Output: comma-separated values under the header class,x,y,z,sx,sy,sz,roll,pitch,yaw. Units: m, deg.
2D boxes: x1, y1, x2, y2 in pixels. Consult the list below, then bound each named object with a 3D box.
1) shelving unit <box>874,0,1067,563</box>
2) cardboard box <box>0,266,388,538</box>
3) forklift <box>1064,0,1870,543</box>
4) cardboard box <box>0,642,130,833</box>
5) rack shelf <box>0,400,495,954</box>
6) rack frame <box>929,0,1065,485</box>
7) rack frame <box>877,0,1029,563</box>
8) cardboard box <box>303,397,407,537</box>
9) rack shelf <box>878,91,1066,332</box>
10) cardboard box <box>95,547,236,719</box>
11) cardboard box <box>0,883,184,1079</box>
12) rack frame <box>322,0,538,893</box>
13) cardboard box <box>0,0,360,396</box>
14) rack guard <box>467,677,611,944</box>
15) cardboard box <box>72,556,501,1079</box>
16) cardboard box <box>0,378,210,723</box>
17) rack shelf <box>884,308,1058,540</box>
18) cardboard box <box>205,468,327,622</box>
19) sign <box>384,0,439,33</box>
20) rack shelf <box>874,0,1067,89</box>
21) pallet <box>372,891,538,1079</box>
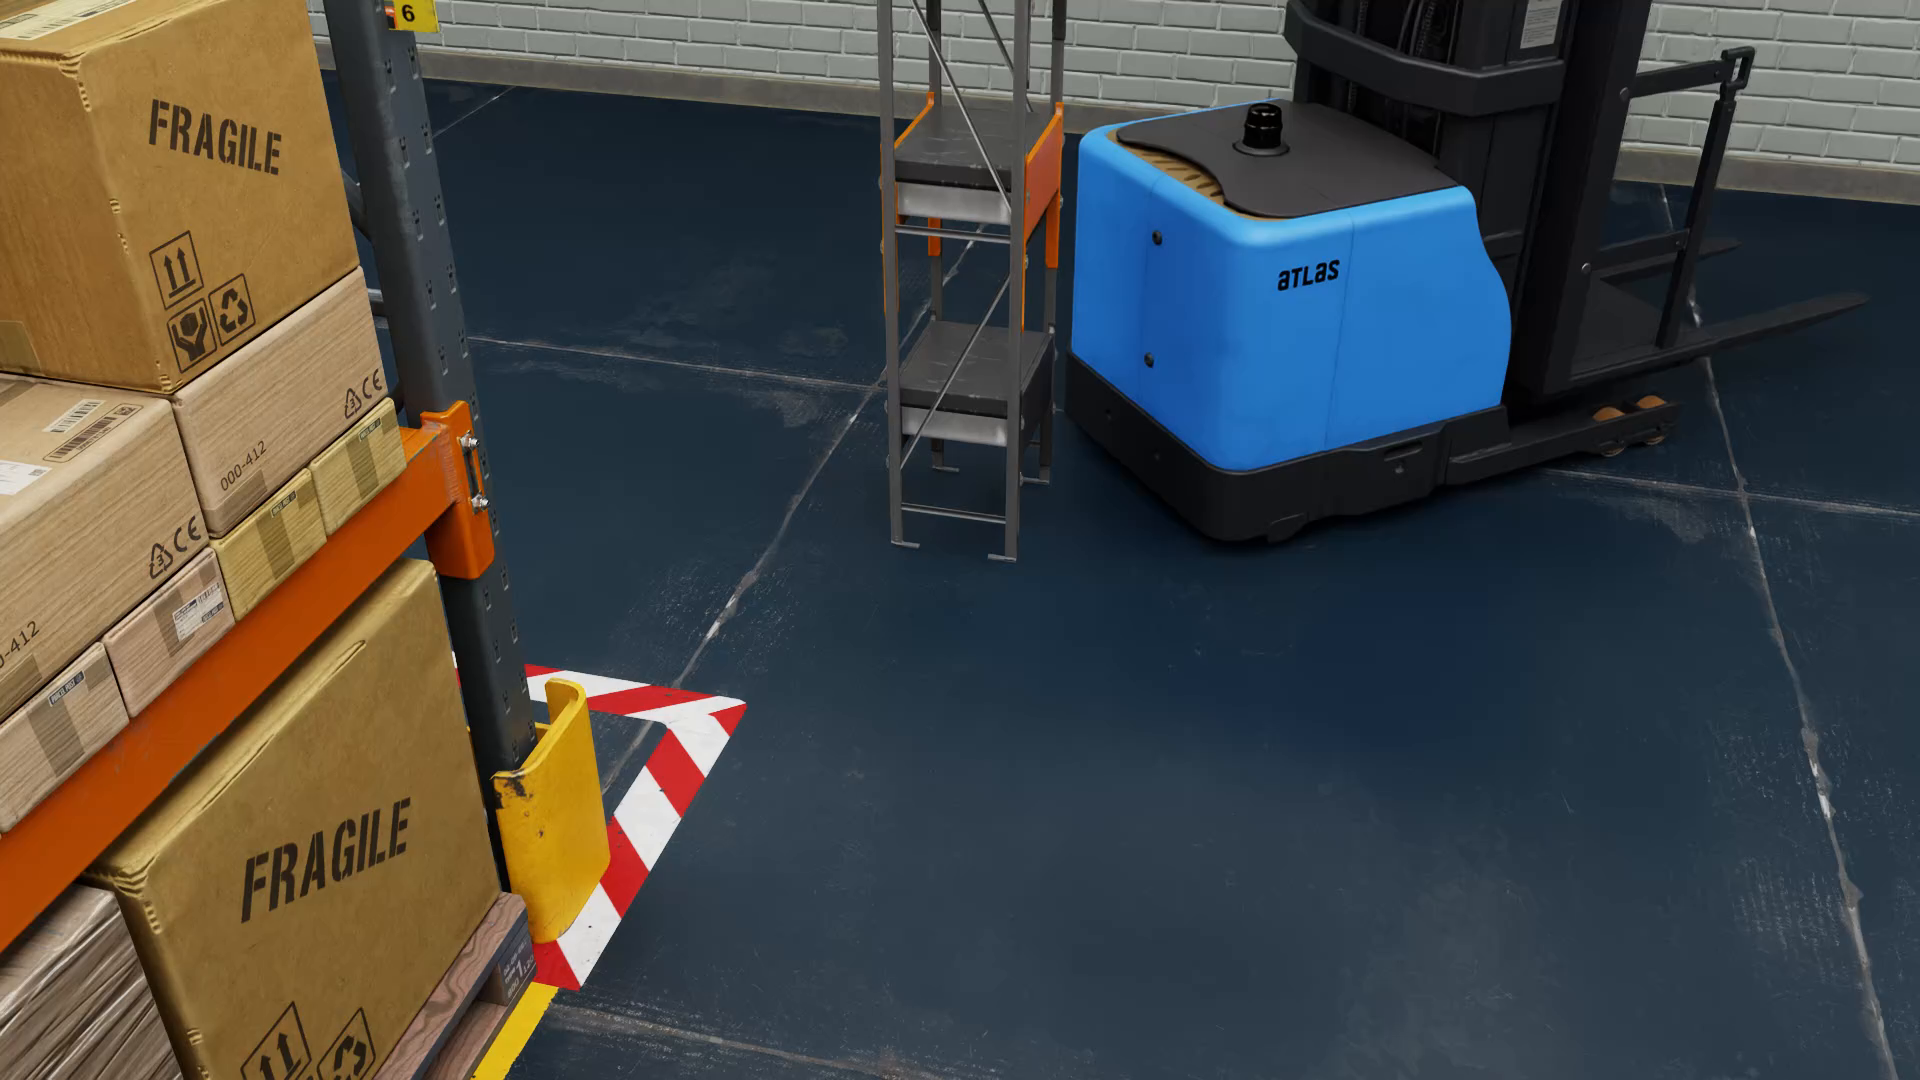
class,x,y,z,sx,sy,sz,roll,pitch,yaw
shelving unit,0.042,-0.972,4.822,0.431,2.100,0.503,8,33,12
cardboard box,-1.314,-0.266,2.734,0.500,0.250,0.500,7,33,12
forklift,1.921,-1.761,5.289,3.031,2.935,1.130,-15,35,-22
cardboard box,-1.413,0.240,2.311,0.380,0.149,0.250,9,33,13
rack shelf,-1.955,0.851,1.787,1.077,0.370,4.000,8,33,12
rack frame,0.104,-1.099,5.021,0.400,2.100,0.015,8,33,12
rack frame,-0.020,-0.845,4.623,0.400,2.100,0.015,8,33,12
cardboard box,-1.219,-0.155,2.932,0.380,0.149,0.250,9,33,13
rack shelf,0.042,-0.960,4.829,0.431,0.518,0.480,8,33,12
cardboard box,-1.349,0.111,2.514,0.380,0.149,0.250,8,33,12
cardboard box,-1.763,1.044,2.401,0.875,0.875,0.875,8,33,12
rack frame,-1.447,-0.491,3.226,1.000,3.000,0.127,8,33,12
cardboard box,-1.317,-0.581,2.531,0.500,0.500,0.500,8,33,13
rack guard,-1.441,0.552,3.916,1.175,0.500,0.348,8,33,12
cardboard box,-1.532,0.572,3.144,0.875,0.875,0.875,8,33,12
cardboard box,-1.443,-0.002,2.320,0.500,0.250,0.500,7,33,12
rack shelf,0.042,-0.370,5.205,0.431,0.518,0.480,8,33,12
cardboard box,-1.284,-0.020,2.720,0.380,0.149,0.250,8,33,13
sign,-0.926,-0.998,2.724,0.100,0.325,0.005,8,33,12
rack shelf,0.042,-1.551,4.454,0.431,0.518,0.480,8,33,12
pallet,-1.575,1.112,3.305,1.003,0.211,1.213,8,33,12
